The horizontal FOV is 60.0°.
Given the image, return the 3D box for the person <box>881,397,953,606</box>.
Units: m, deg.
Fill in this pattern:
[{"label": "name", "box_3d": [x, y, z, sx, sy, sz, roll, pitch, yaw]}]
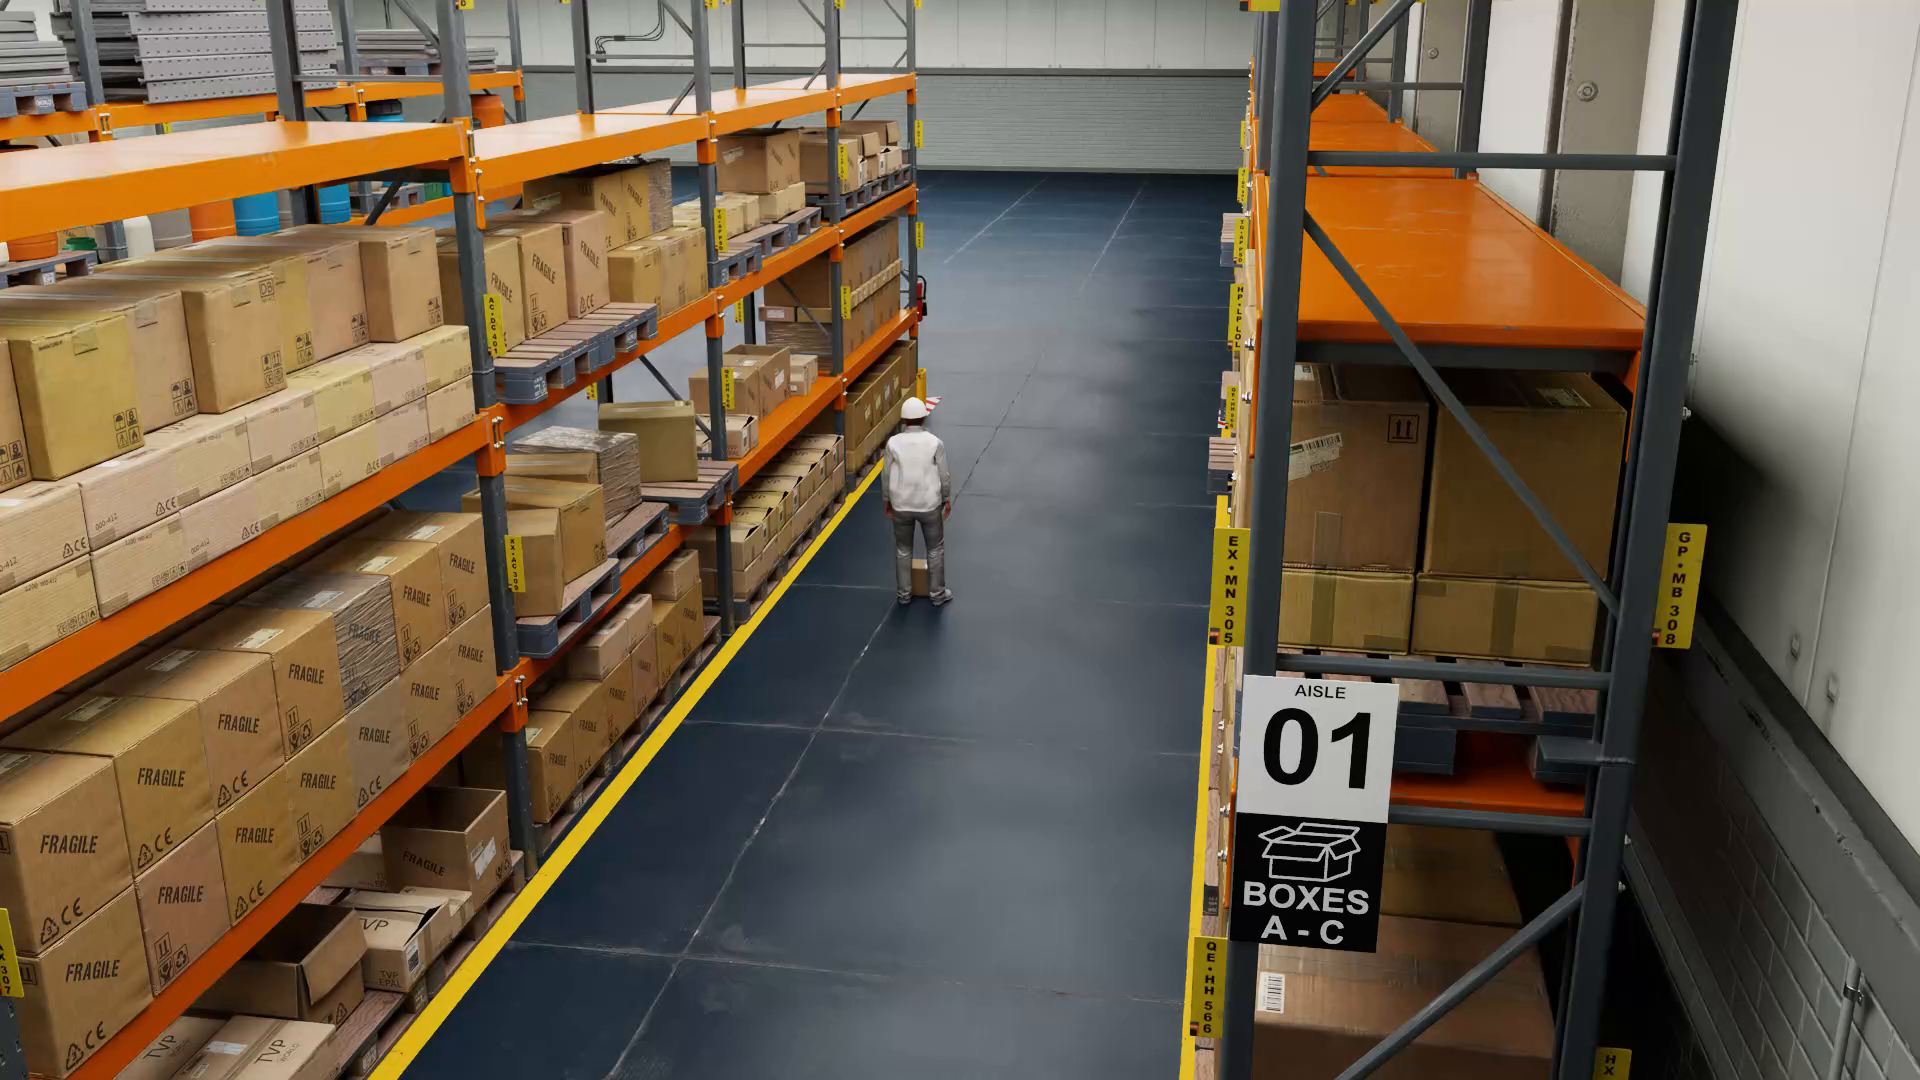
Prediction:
[{"label": "person", "box_3d": [-0.365, -0.318, 14.004, 0.589, 1.770, 0.464, 2, 18, 5]}]
